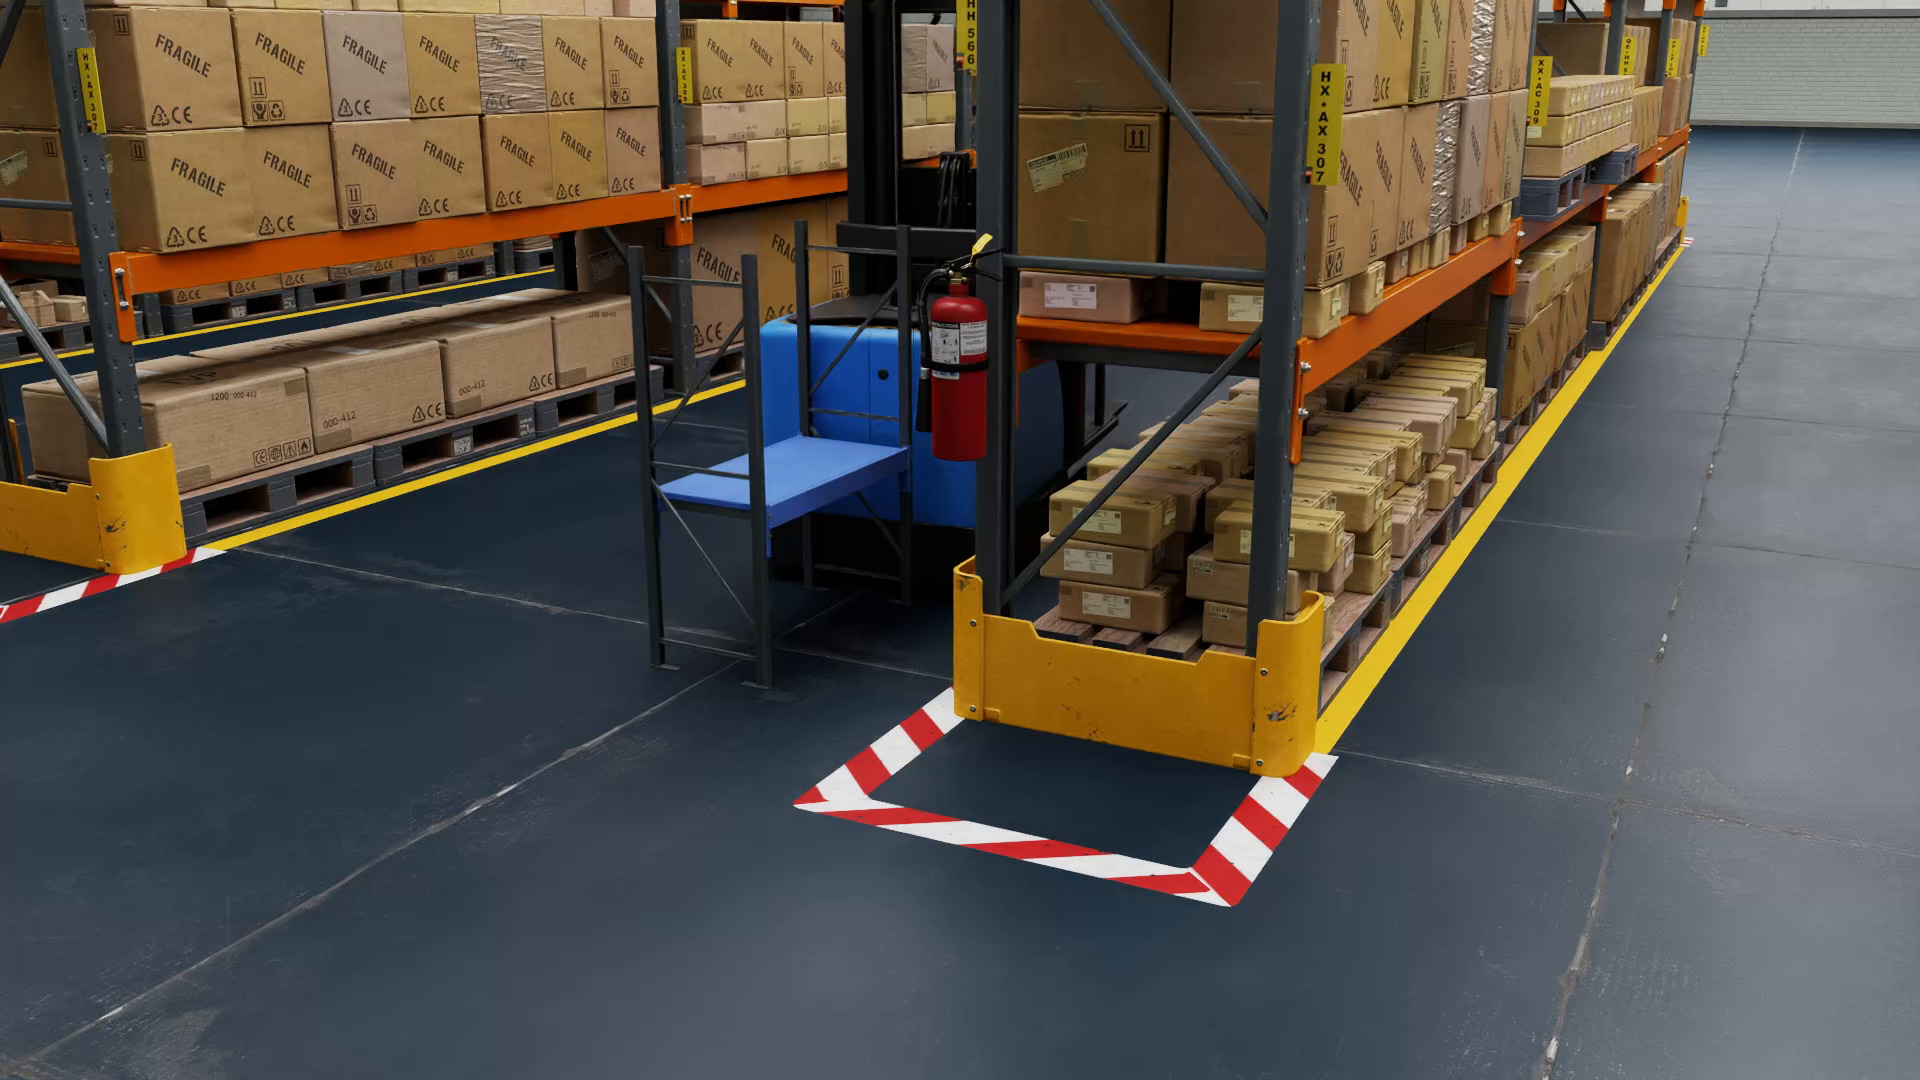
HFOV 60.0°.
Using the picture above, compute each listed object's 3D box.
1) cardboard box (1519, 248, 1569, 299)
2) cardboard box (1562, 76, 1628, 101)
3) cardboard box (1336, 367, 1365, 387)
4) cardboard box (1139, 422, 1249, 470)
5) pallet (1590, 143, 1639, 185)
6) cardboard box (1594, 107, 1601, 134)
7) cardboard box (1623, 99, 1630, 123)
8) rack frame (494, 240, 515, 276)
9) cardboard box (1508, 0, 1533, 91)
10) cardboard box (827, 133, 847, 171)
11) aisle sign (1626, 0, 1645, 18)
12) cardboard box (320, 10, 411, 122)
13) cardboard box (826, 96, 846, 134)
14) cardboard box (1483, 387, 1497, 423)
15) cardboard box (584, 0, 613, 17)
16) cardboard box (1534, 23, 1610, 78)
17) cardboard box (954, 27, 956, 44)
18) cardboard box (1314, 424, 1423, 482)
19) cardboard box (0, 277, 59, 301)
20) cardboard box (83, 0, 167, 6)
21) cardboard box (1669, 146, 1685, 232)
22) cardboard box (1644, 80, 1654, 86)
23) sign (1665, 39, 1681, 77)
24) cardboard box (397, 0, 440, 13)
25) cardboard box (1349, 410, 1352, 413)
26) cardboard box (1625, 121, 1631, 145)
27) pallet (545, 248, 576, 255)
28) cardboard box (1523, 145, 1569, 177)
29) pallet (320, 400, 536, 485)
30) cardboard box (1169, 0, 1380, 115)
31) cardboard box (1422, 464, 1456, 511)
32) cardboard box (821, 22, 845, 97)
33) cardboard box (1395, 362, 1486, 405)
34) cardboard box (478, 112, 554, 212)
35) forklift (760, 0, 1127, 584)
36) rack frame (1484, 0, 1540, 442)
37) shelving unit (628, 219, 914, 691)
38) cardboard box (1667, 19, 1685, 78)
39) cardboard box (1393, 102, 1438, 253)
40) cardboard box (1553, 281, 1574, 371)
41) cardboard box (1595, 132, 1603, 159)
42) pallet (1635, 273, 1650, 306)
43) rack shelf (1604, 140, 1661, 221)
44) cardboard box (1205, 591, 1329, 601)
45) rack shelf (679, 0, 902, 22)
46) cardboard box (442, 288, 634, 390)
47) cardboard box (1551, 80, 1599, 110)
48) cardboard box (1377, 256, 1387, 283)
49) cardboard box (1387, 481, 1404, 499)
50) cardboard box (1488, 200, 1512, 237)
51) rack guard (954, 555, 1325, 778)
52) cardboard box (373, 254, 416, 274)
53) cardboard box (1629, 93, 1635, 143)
[{"bbox_3d":[3.344,-1.605,9.995,0.500,0.250,0.500,9,19,27],"label":"cardboard box"},{"bbox_3d":[4.057,-2.894,10.657,0.380,0.149,0.250,9,19,27],"label":"cardboard box"},{"bbox_3d":[1.726,-0.748,7.997,0.380,0.149,0.250,8,18,25],"label":"cardboard box"},{"bbox_3d":[0.941,-0.363,6.702,0.380,0.149,0.250,9,19,27],"label":"cardboard box"},{"bbox_3d":[3.874,-2.554,11.192,1.213,0.211,1.003,8,18,25],"label":"pallet"},{"bbox_3d":[3.479,-2.422,9.593,0.380,0.149,0.250,8,18,24],"label":"cardboard box"},{"bbox_3d":[4.166,-2.813,10.907,0.380,0.149,0.250,9,19,27],"label":"cardboard box"},{"bbox_3d":[-4.818,-4.076,15.979,1.000,3.000,0.127,8,18,25],"label":"rack frame"},{"bbox_3d":[2.342,-2.338,7.674,0.500,0.500,0.500,7,18,23],"label":"cardboard box"},{"bbox_3d":[-1.026,-2.820,12.013,0.500,0.250,0.500,8,18,24],"label":"cardboard box"},{"bbox_3d":[7.435,-6.181,18.502,0.394,0.787,0.004,8,18,25],"label":"aisle sign"},{"bbox_3d":[-3.034,-2.285,8.019,0.500,0.500,0.500,8,18,25],"label":"cardboard box"},{"bbox_3d":[-1.033,-3.061,11.947,0.500,0.250,0.500,7,18,24],"label":"cardboard box"},{"bbox_3d":[2.454,-0.679,8.289,0.380,0.149,0.250,9,19,26],"label":"cardboard box"},{"bbox_3d":[-2.231,-3.092,9.596,0.380,0.149,0.250,9,19,27],"label":"cardboard box"},{"bbox_3d":[4.307,-3.482,12.046,0.700,0.500,0.500,8,18,25],"label":"cardboard box"},{"bbox_3d":[0.102,-4.601,15.171,0.380,0.149,0.250,7,18,23],"label":"cardboard box"},{"bbox_3d":[1.631,-0.351,6.664,0.380,0.149,0.250,8,19,26],"label":"cardboard box"},{"bbox_3d":[-7.112,-1.831,12.406,0.500,0.311,0.500,9,19,27],"label":"cardboard box"},{"bbox_3d":[-3.545,-2.301,6.932,0.380,0.149,0.250,9,19,27],"label":"cardboard box"},{"bbox_3d":[7.428,-3.881,18.315,0.875,0.875,0.875,8,18,26],"label":"cardboard box"},{"bbox_3d":[6.039,-4.027,15.552,0.875,0.550,0.550,8,18,25],"label":"cardboard box"},{"bbox_3d":[6.374,-4.311,14.875,0.100,0.325,0.005,8,18,25],"label":"sign"},{"bbox_3d":[-2.814,-2.691,8.244,0.380,0.149,0.250,8,18,24],"label":"cardboard box"},{"bbox_3d":[1.629,-0.537,7.811,0.380,0.149,0.250,7,18,23],"label":"cardboard box"},{"bbox_3d":[4.288,-2.738,11.178,0.380,0.149,0.250,8,19,26],"label":"cardboard box"},{"bbox_3d":[-3.869,-3.253,18.107,1.003,0.211,1.213,8,18,25],"label":"pallet"},{"bbox_3d":[2.897,-1.945,8.508,0.380,0.149,0.250,7,18,23],"label":"cardboard box"},{"bbox_3d":[-3.117,-0.594,9.154,1.003,0.211,1.213,8,18,25],"label":"pallet"},{"bbox_3d":[0.961,-1.554,5.034,0.500,0.500,0.500,8,18,25],"label":"cardboard box"},{"bbox_3d":[1.977,-0.250,7.368,0.380,0.149,0.250,8,18,25],"label":"cardboard box"},{"bbox_3d":[-1.056,-3.422,11.846,0.500,0.500,0.500,8,18,24],"label":"cardboard box"},{"bbox_3d":[2.305,-0.748,8.000,0.380,0.149,0.250,8,18,26],"label":"cardboard box"},{"bbox_3d":[-2.579,-2.062,9.023,0.500,0.500,0.500,8,18,25],"label":"cardboard box"},{"bbox_3d":[0.130,-1.599,7.759,1.130,2.935,3.031,6,17,18],"label":"forklift"},{"bbox_3d":[2.310,-1.822,8.392,1.000,3.000,0.127,8,18,25],"label":"rack frame"},{"bbox_3d":[-0.647,-0.360,6.102,0.538,1.500,1.048,8,19,26],"label":"shelving unit"},{"bbox_3d":[6.586,-4.814,16.305,0.875,0.550,0.550,8,18,25],"label":"cardboard box"},{"bbox_3d":[1.417,-1.336,6.056,0.500,0.500,0.500,8,18,26],"label":"cardboard box"},{"bbox_3d":[3.580,-1.375,10.538,0.500,0.500,0.500,7,18,23],"label":"cardboard box"},{"bbox_3d":[3.591,-2.342,9.845,0.380,0.149,0.250,7,18,23],"label":"cardboard box"},{"bbox_3d":[5.607,-2.317,14.955,1.003,0.211,1.213,8,18,25],"label":"pallet"},{"bbox_3d":[4.991,-3.006,13.640,1.077,0.370,4.000,8,18,25],"label":"rack shelf"},{"bbox_3d":[1.087,0.192,5.879,0.380,0.149,0.250,8,18,25],"label":"cardboard box"},{"bbox_3d":[-2.137,-6.697,20.799,1.077,0.370,4.000,8,18,25],"label":"rack shelf"},{"bbox_3d":[-2.540,-1.253,10.238,0.875,0.438,0.875,8,18,25],"label":"cardboard box"},{"bbox_3d":[3.361,-2.496,9.317,0.380,0.149,0.250,8,18,25],"label":"cardboard box"},{"bbox_3d":[1.342,-1.005,6.081,0.380,0.149,0.250,8,18,25],"label":"cardboard box"},{"bbox_3d":[1.648,-0.291,6.982,0.380,0.149,0.250,9,19,28],"label":"cardboard box"},{"bbox_3d":[2.374,-1.520,7.815,0.380,0.149,0.250,8,18,24],"label":"cardboard box"},{"bbox_3d":[0.557,0.375,5.382,1.175,0.500,0.348,8,18,25],"label":"rack guard"},{"bbox_3d":[-5.280,-2.684,14.945,0.500,0.500,0.500,9,19,28],"label":"cardboard box"},{"bbox_3d":[4.764,-3.099,12.514,0.500,0.500,0.500,8,18,25],"label":"cardboard box"}]
